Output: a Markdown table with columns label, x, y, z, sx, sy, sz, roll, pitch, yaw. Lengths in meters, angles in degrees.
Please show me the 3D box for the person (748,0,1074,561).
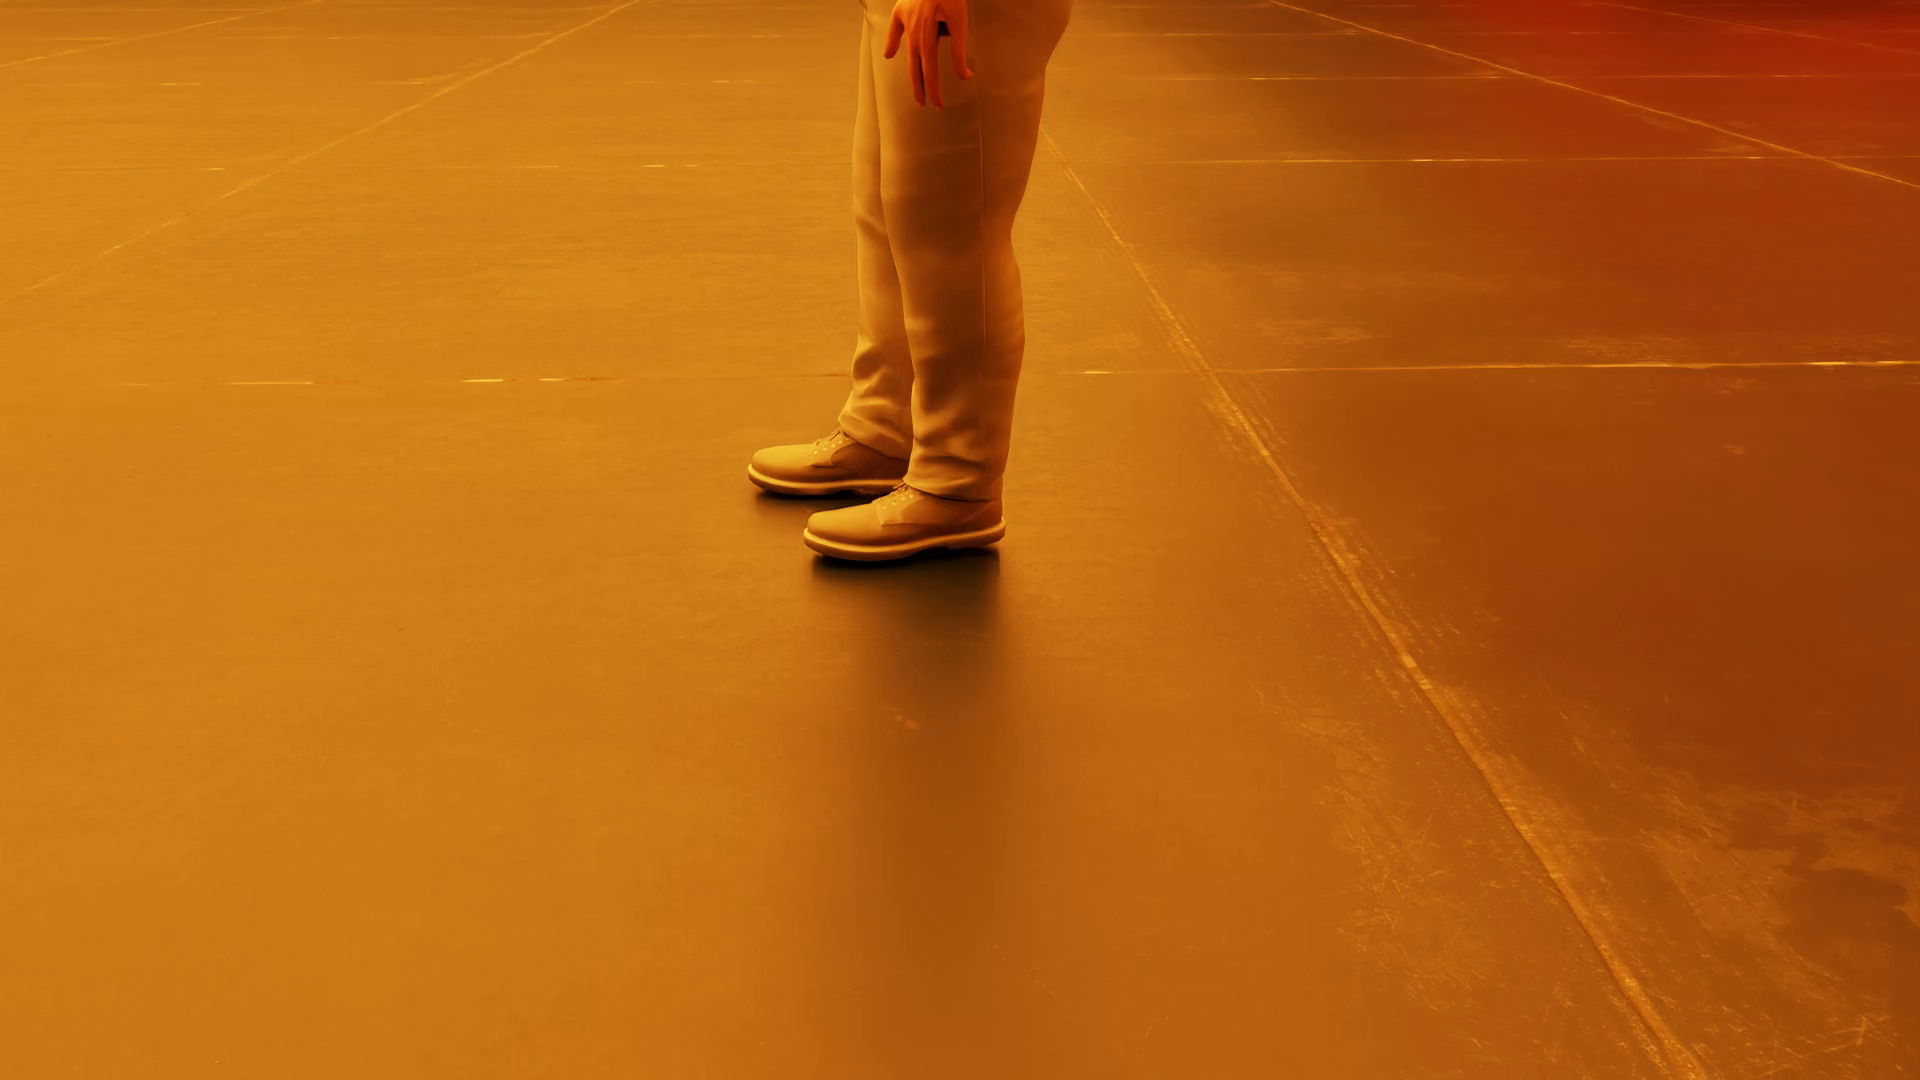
| label | x | y | z | sx | sy | sz | roll | pitch | yaw |
| --- | --- | --- | --- | --- | --- | --- | --- | --- | --- |
| person | -0.079 | -0.840 | 2.415 | 0.574 | 1.780 | 0.641 | -1 | 21 | -3 |
